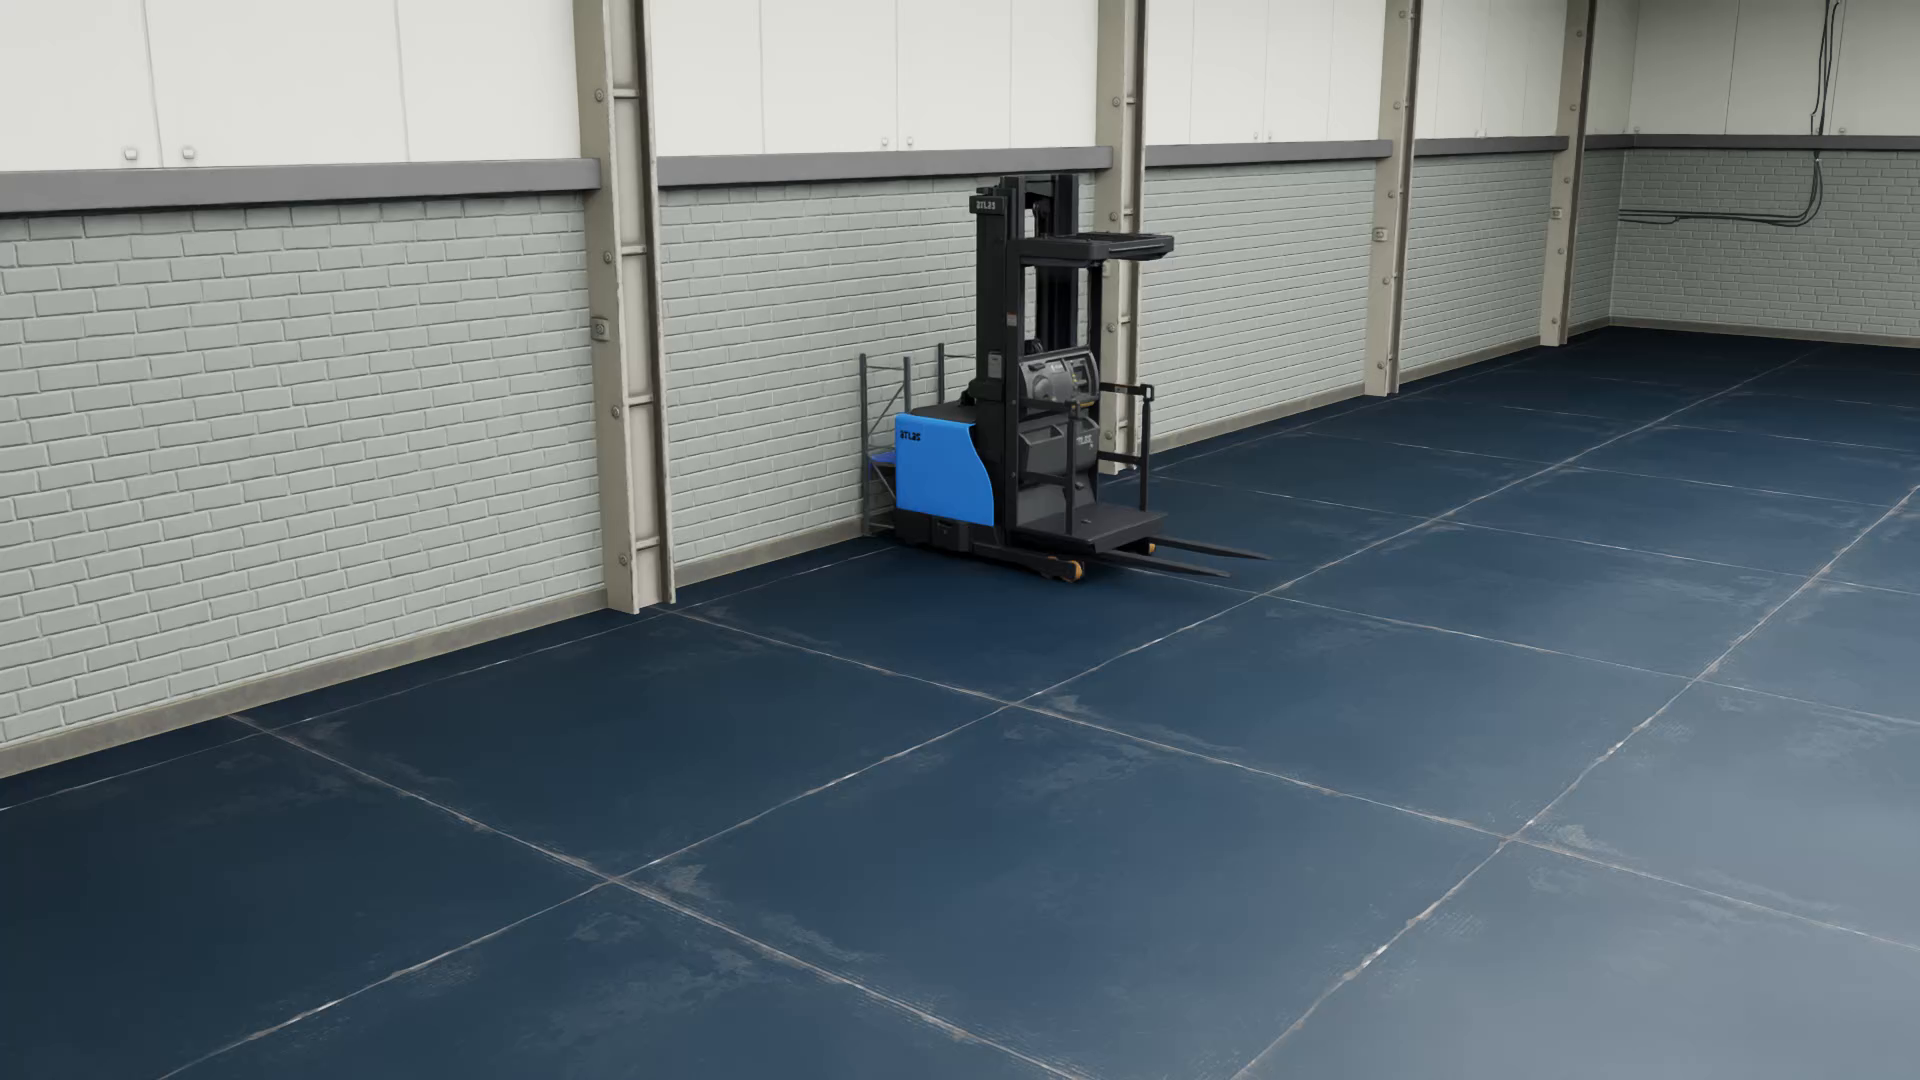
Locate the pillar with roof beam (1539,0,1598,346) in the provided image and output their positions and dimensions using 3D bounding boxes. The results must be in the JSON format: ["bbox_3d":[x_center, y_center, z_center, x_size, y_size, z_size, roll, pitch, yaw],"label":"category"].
[{"bbox_3d":[12.393,-6.685,21.662,9.100,9.000,0.400,11,18,38],"label":"pillar with roof beam"}]

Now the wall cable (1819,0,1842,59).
[{"bbox_3d":[14.029,-8.235,23.813,3.097,2.526,0.112,11,18,38],"label":"wall cable"}]

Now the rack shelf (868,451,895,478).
[{"bbox_3d":[-0.282,-0.653,13.835,0.538,0.185,1.000,9,15,37],"label":"rack shelf"}]

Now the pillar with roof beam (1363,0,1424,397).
[{"bbox_3d":[8.622,-5.536,17.139,9.100,9.000,0.400,11,18,38],"label":"pillar with roof beam"}]

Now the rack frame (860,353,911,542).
[{"bbox_3d":[-0.593,-0.741,13.403,0.500,1.500,0.032,9,15,37],"label":"rack frame"}]

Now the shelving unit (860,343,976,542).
[{"bbox_3d":[-0.284,-0.829,13.797,0.538,1.500,1.048,9,15,37],"label":"shelving unit"}]

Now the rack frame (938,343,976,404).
[{"bbox_3d":[0.026,-0.917,14.190,0.500,1.500,0.032,9,15,37],"label":"rack frame"}]

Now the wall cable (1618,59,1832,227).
[{"bbox_3d":[11.924,-6.206,26.083,3.097,2.526,0.112,11,18,38],"label":"wall cable"}]

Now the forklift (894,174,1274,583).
[{"bbox_3d":[0.925,-1.250,12.590,3.031,2.935,1.130,11,18,38],"label":"forklift"}]

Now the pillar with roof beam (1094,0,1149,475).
[{"bbox_3d":[4.851,-4.387,12.616,9.100,9.000,0.400,11,18,38],"label":"pillar with roof beam"}]

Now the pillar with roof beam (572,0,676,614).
[{"bbox_3d":[1.080,-3.238,8.093,9.100,9.000,0.400,11,18,38],"label":"pillar with roof beam"}]
